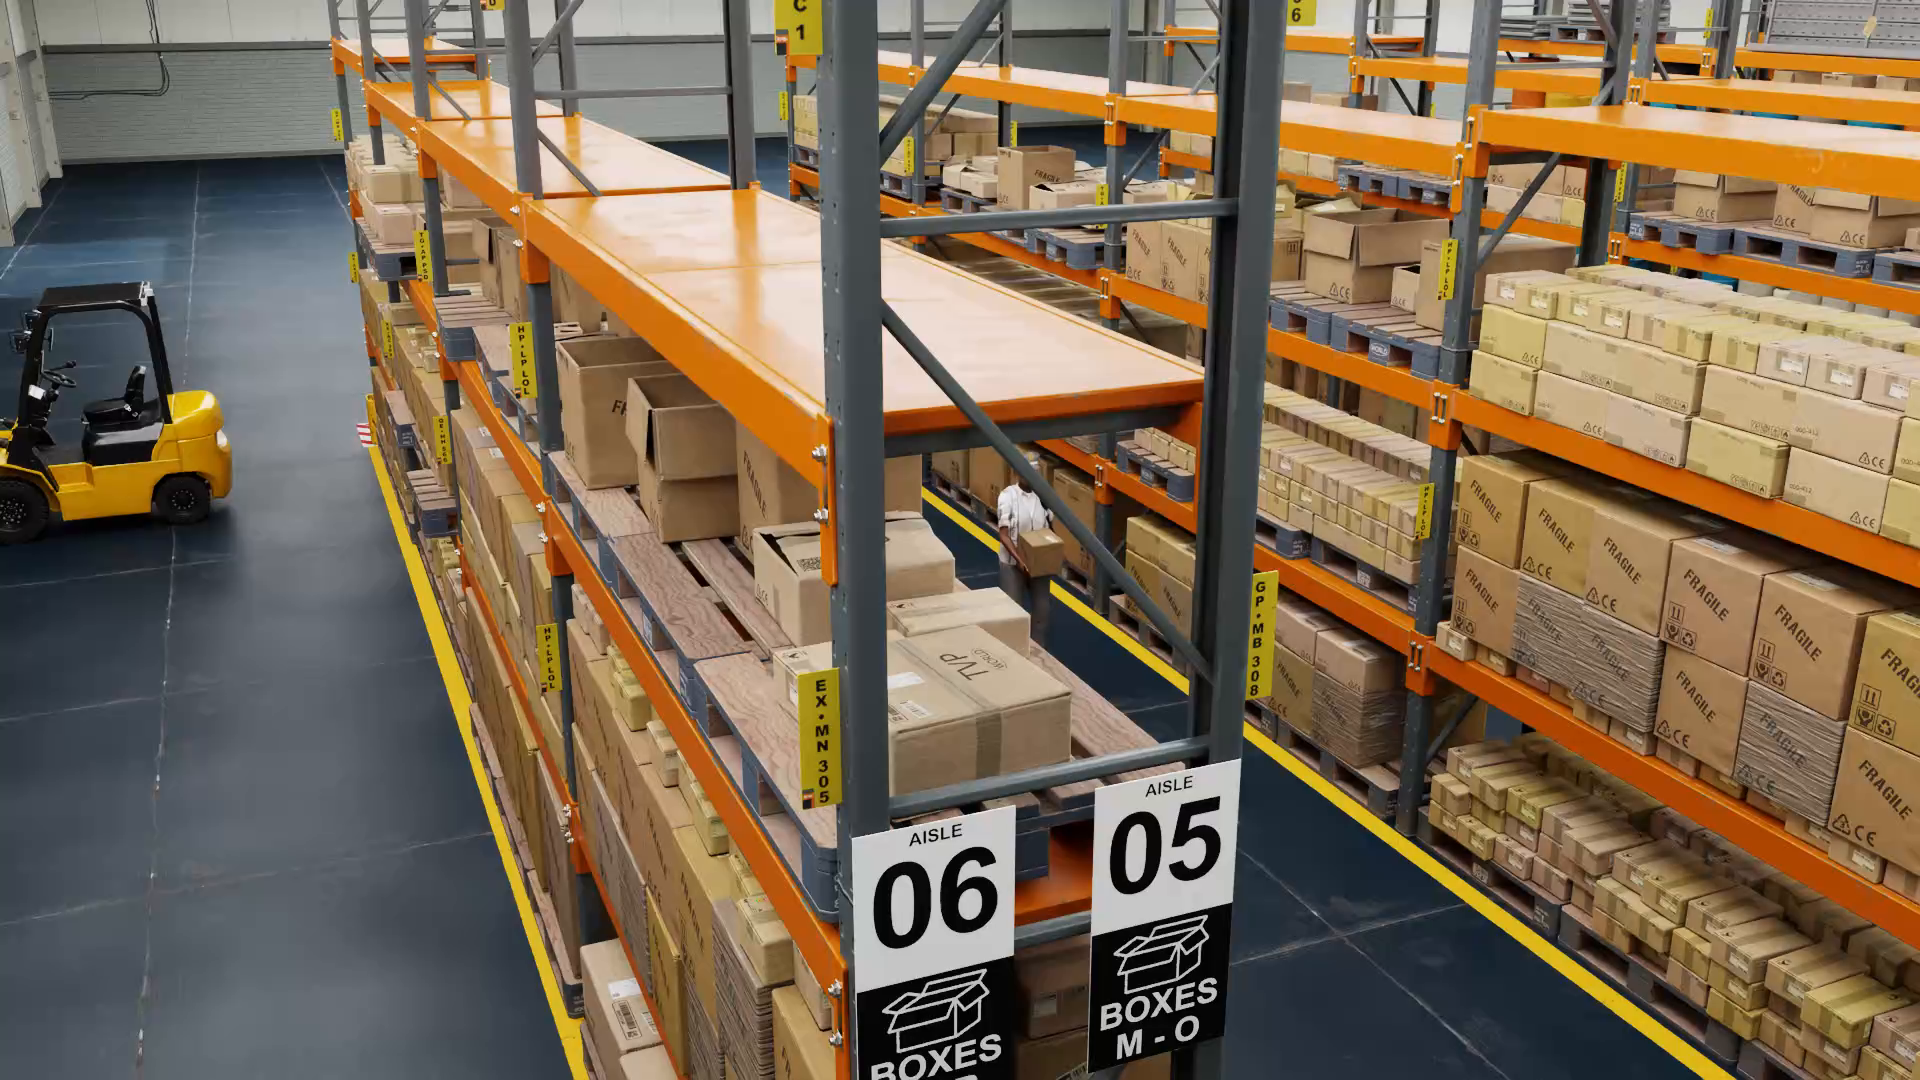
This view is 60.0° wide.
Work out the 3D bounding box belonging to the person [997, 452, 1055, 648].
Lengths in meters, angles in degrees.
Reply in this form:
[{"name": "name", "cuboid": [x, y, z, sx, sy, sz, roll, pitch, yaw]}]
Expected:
[{"name": "person", "cuboid": [0.510, 0.182, 12.256, 0.449, 1.688, 0.540, -8, 21, -22]}]
